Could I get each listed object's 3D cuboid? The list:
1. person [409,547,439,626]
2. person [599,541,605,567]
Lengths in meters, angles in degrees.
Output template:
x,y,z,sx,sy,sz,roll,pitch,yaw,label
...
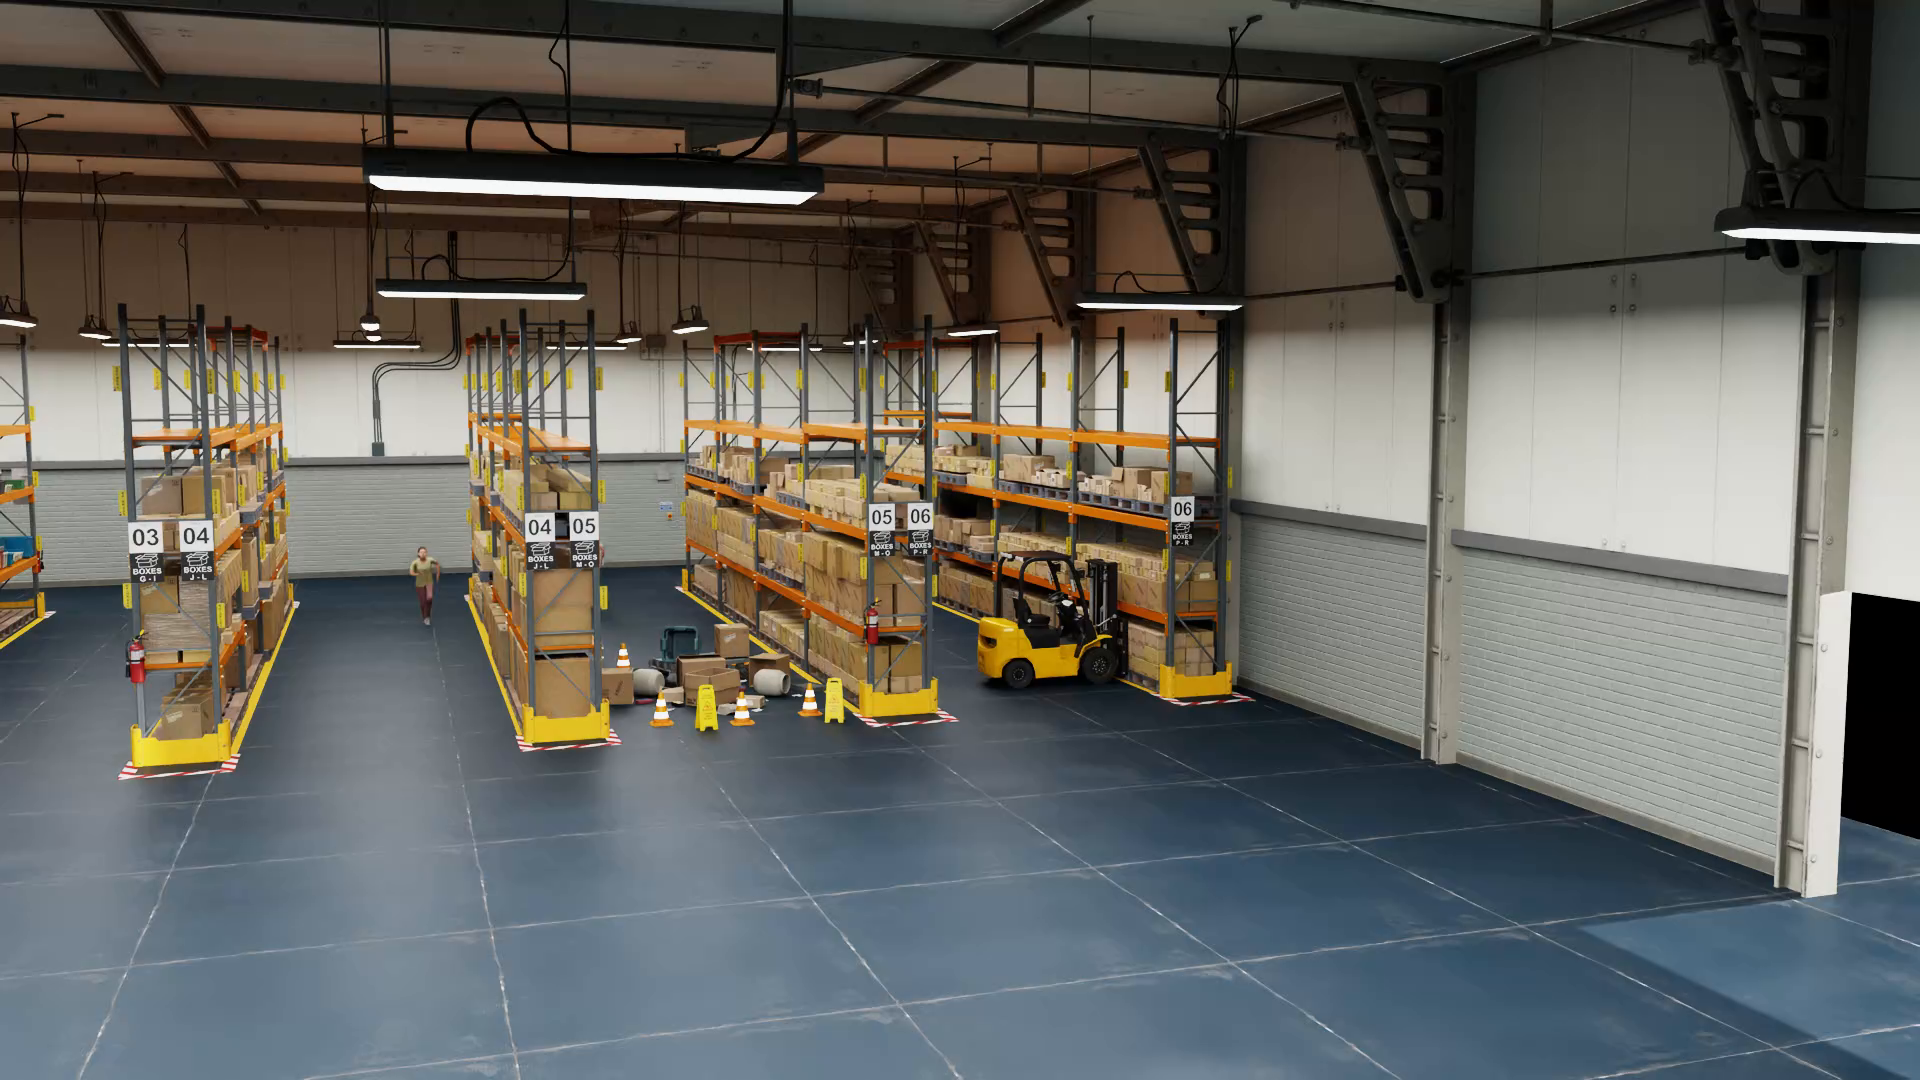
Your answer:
x,y,z,sx,sy,sz,roll,pitch,yaw,label
-10.954,0.936,34.052,0.607,1.631,0.767,-2,6,-21,person
-8.246,0.584,36.881,0.661,1.769,0.993,-2,6,-25,person
